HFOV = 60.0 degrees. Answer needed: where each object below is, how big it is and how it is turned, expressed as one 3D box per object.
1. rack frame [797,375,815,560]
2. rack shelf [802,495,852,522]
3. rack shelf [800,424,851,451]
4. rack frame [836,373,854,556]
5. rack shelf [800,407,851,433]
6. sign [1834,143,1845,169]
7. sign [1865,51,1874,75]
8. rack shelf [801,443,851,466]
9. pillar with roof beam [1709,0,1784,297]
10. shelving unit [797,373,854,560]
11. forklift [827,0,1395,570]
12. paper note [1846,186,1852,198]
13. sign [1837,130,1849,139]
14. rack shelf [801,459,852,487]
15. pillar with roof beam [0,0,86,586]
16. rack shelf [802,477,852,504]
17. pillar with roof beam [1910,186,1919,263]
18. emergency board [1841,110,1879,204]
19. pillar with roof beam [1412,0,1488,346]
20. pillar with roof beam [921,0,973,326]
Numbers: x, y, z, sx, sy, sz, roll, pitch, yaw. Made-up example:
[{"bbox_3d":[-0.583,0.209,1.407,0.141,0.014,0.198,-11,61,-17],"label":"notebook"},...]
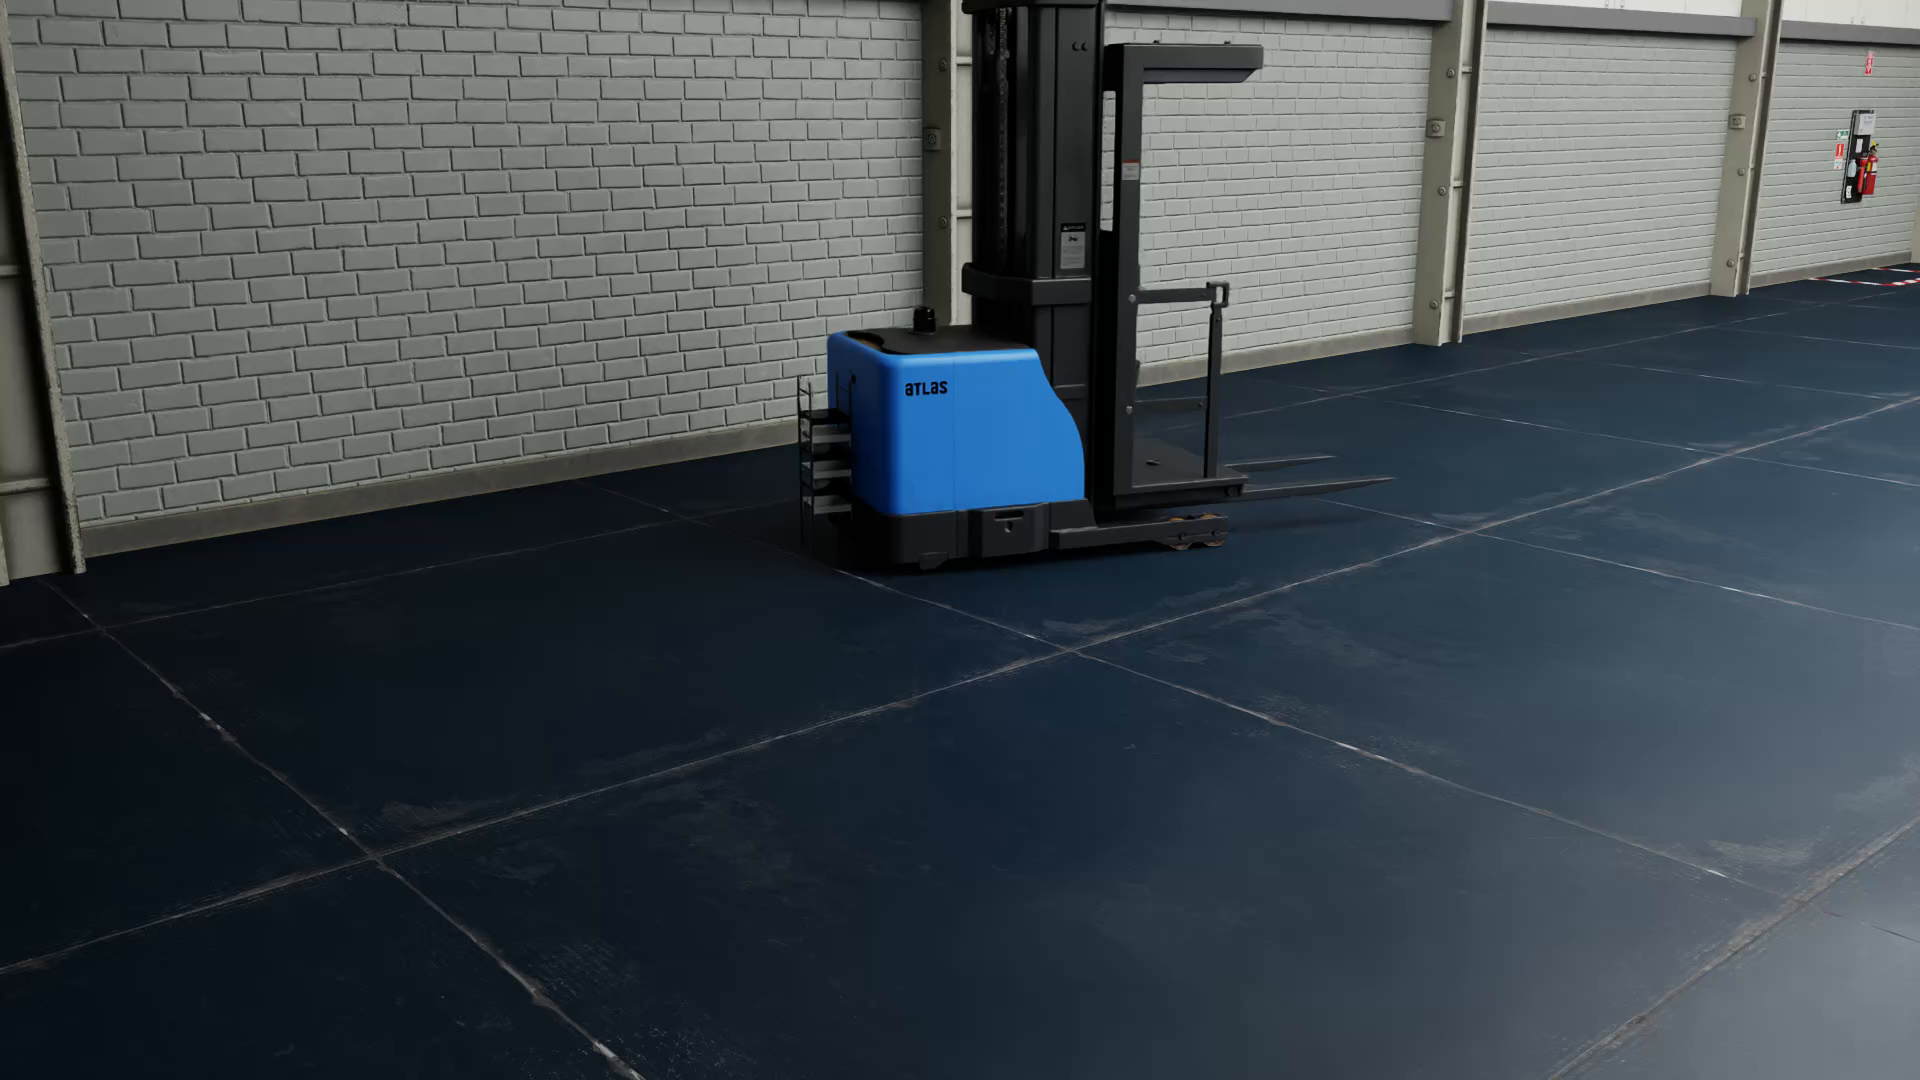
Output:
[{"bbox_3d":[-0.775,-0.364,8.369,0.006,0.900,0.240,-6,16,-20],"label":"rack frame"},{"bbox_3d":[-0.680,-0.167,8.458,0.200,0.077,0.258,-6,16,-20],"label":"rack shelf"},{"bbox_3d":[-0.680,-0.515,8.365,0.200,0.077,0.258,-6,16,-20],"label":"rack shelf"},{"bbox_3d":[-0.585,-0.382,8.437,0.006,0.900,0.240,-6,16,-20],"label":"rack frame"},{"bbox_3d":[-0.680,-0.602,8.342,0.200,0.077,0.258,-6,16,-20],"label":"rack shelf"},{"bbox_3d":[11.191,-4.888,21.167,0.234,0.329,0.001,-13,19,-39],"label":"sign"},{"bbox_3d":[11.604,-6.082,21.215,0.199,0.298,0.001,-13,19,-39],"label":"sign"},{"bbox_3d":[-0.680,-0.428,8.388,0.200,0.077,0.258,-6,16,-20],"label":"rack shelf"},{"bbox_3d":[11.865,-6.399,15.269,0.400,9.000,9.100,-13,19,-39],"label":"pillar with roof beam"},{"bbox_3d":[-0.680,-0.373,8.403,0.210,0.900,0.258,-6,16,-20],"label":"shelving unit"},{"bbox_3d":[0.866,-1.485,8.630,3.031,2.935,1.130,-5,16,-20],"label":"forklift"},{"bbox_3d":[11.497,-4.502,21.499,0.142,0.148,0.016,-13,19,-39],"label":"paper note"},{"bbox_3d":[11.200,-5.143,21.095,0.331,0.109,0.001,-13,19,-39],"label":"sign"},{"bbox_3d":[-0.680,-0.341,8.411,0.200,0.077,0.258,-6,16,-20],"label":"rack shelf"},{"bbox_3d":[-1.714,-3.350,3.854,0.400,9.000,9.100,-13,19,-39],"label":"pillar with roof beam"},{"bbox_3d":[-0.680,-0.254,8.435,0.200,0.077,0.258,-6,16,-20],"label":"rack shelf"},{"bbox_3d":[16.391,-7.416,19.075,0.400,9.000,9.100,-13,19,-39],"label":"pillar with roof beam"},{"bbox_3d":[11.676,-4.944,21.447,0.643,1.169,0.194,-13,19,-39],"label":"emergency board"},{"bbox_3d":[7.338,-5.383,11.464,0.400,9.000,9.100,-13,19,-39],"label":"pillar with roof beam"},{"bbox_3d":[2.812,-4.366,7.659,0.400,9.000,9.100,-13,19,-39],"label":"pillar with roof beam"}]
